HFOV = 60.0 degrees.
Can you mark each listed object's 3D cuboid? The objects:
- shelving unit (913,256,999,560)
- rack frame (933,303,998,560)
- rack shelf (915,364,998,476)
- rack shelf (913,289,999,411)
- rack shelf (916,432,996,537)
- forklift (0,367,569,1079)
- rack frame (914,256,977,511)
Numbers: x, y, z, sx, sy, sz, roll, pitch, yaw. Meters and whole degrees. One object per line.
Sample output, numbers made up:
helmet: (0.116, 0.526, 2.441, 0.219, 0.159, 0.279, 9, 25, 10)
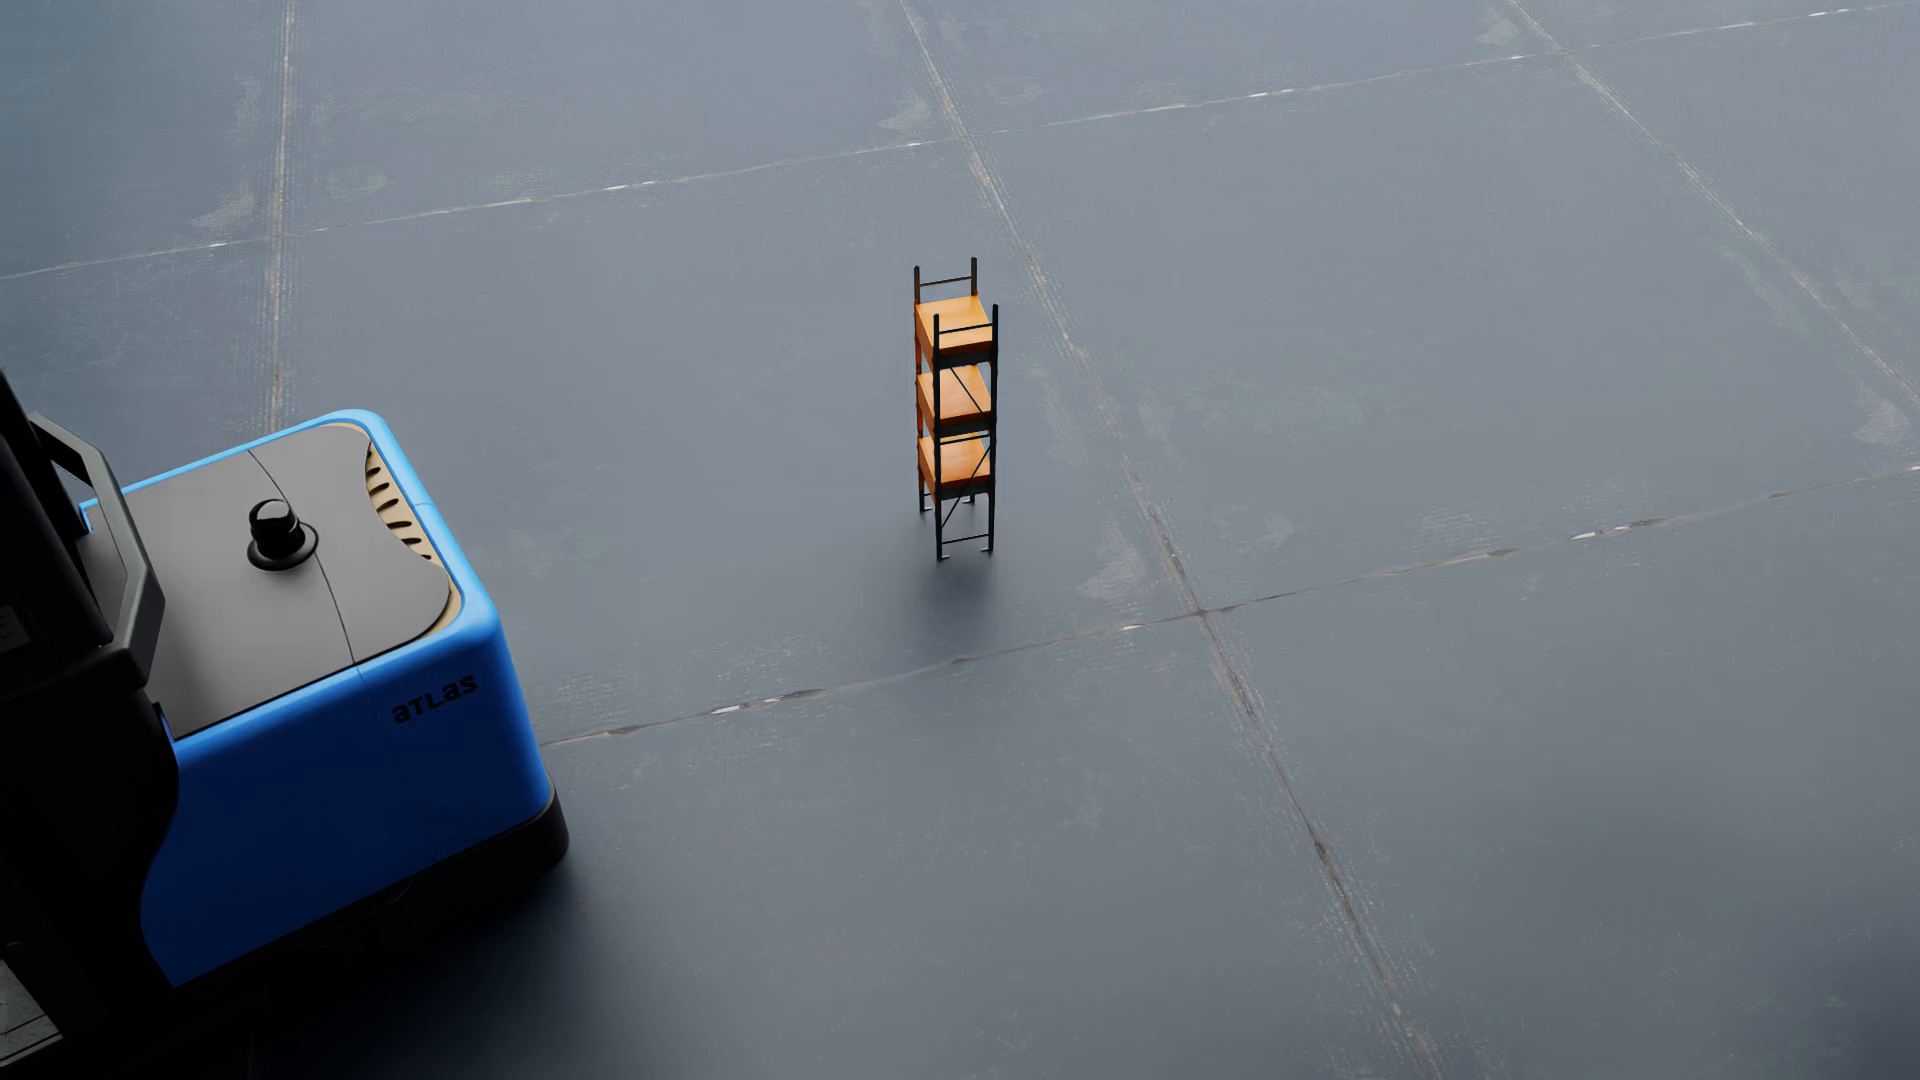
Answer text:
shelving unit: (-0.014, -0.404, 5.411, 0.215, 1.050, 0.252, -11, 47, -10)
rack frame: (0.018, -0.320, 5.329, 0.200, 1.050, 0.008, -11, 47, -10)
rack shelf: (-0.014, -0.397, 5.419, 0.215, 0.259, 0.240, -11, 47, -10)
rack shelf: (-0.014, -0.596, 5.216, 0.215, 0.259, 0.240, -11, 47, -10)
rack shelf: (-0.014, -0.202, 5.617, 0.215, 0.259, 0.240, -11, 47, -10)
forklift: (-2.645, 0.192, 3.510, 3.031, 2.935, 1.130, -24, 50, -22)
rack frame: (-0.045, -0.489, 5.494, 0.200, 1.050, 0.008, -11, 47, -10)
